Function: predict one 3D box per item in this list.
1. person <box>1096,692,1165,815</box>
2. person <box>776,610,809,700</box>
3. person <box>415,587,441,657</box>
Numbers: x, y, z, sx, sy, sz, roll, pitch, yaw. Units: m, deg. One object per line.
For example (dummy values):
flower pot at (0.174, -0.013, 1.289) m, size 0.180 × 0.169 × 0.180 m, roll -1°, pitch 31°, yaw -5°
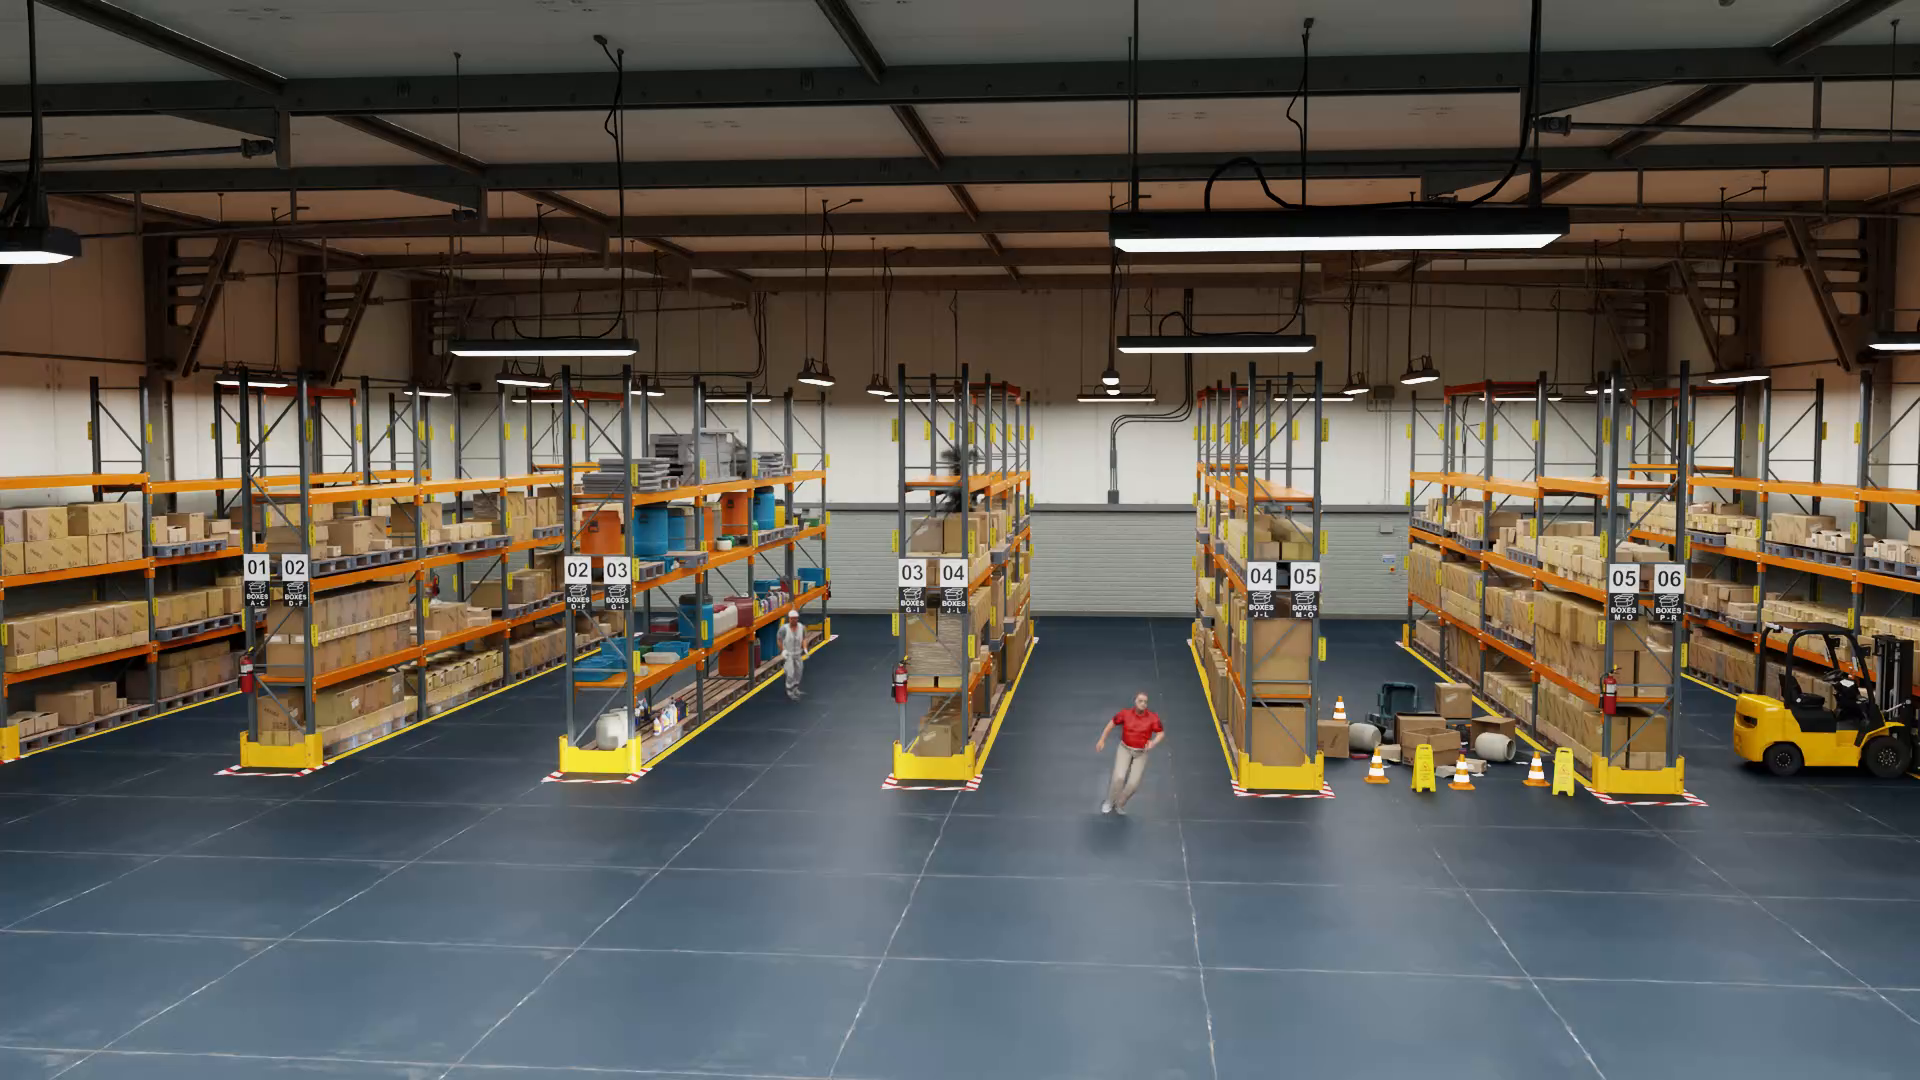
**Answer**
person at (2.257, 2.817, 21.765) m, size 0.844 × 1.657 × 0.688 m, roll 0°, pitch 4°, yaw -7°
person at (-3.164, 2.147, 31.246) m, size 0.648 × 1.720 × 0.781 m, roll -2°, pitch 4°, yaw -31°
person at (-11.144, 1.890, 34.922) m, size 0.610 × 1.839 × 0.855 m, roll 1°, pitch 4°, yaw 11°
